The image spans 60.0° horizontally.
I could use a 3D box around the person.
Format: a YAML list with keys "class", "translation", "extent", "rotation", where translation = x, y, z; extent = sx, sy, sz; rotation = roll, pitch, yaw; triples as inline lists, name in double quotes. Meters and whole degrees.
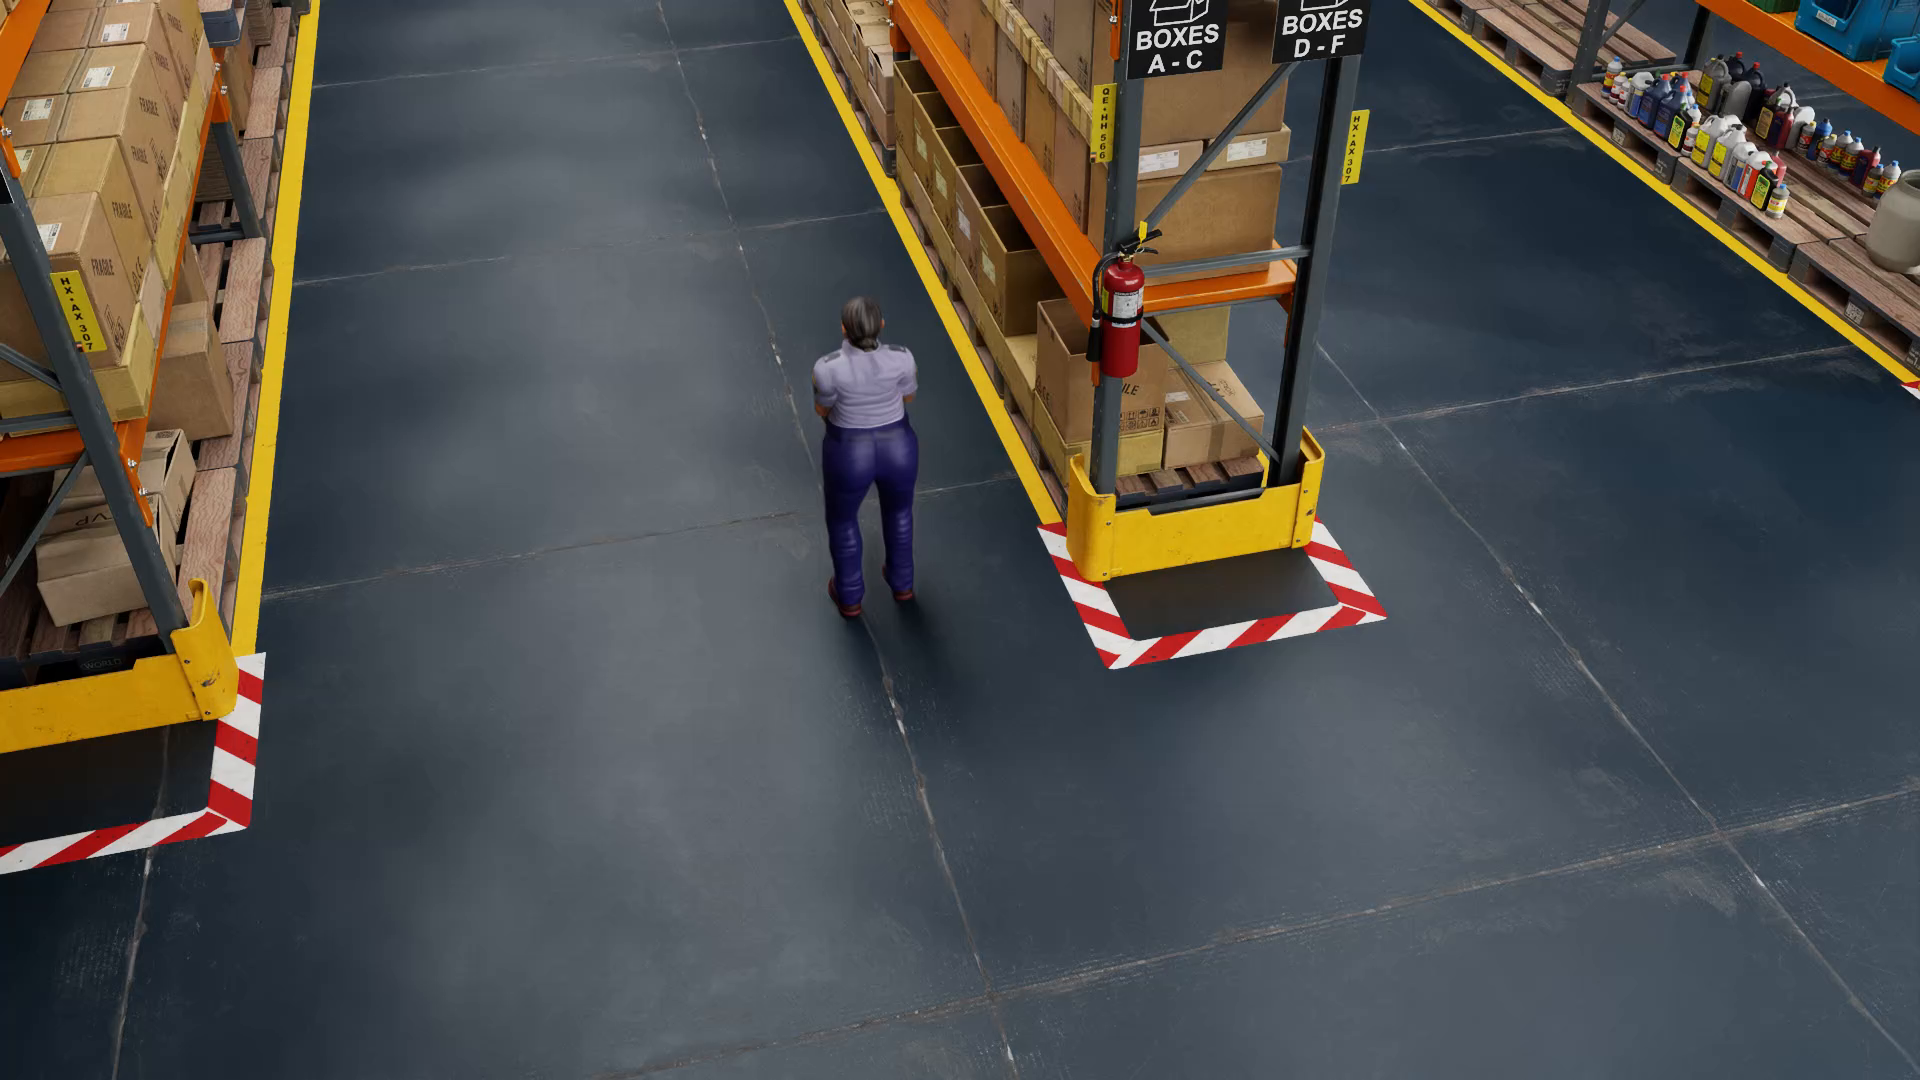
- class: "person"
  translation: [-0.415, -0.416, 7.259]
  extent: [0.453, 1.636, 0.524]
  rotation: [-9, 39, -11]
